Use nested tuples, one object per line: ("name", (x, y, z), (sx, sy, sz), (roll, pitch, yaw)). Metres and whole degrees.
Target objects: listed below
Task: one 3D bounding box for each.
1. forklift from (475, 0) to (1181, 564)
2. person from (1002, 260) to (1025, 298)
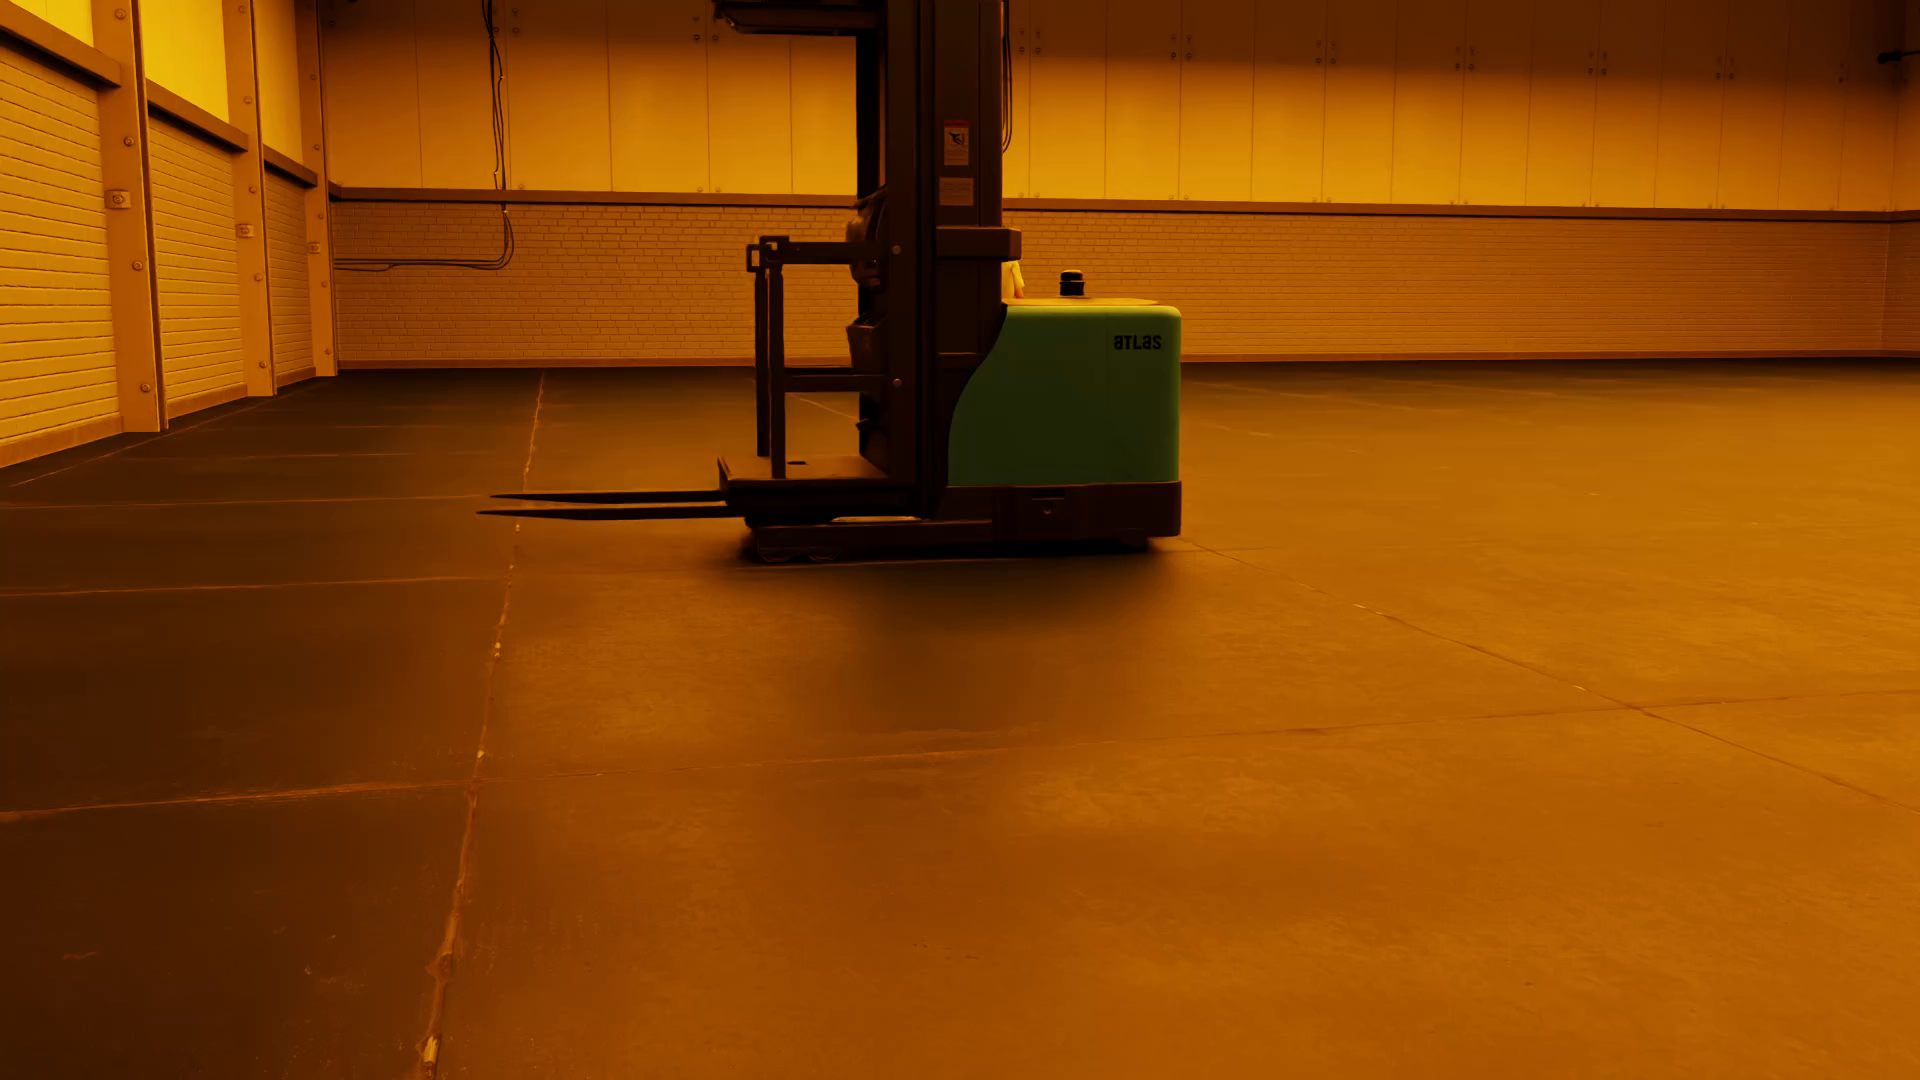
("forklift", (-0.589, -1.430, 7.349), (3.031, 2.935, 1.130), (-1, 8, -10))
("person", (0.168, -1.327, 11.088), (0.550, 1.673, 0.548), (-3, 8, -18))
